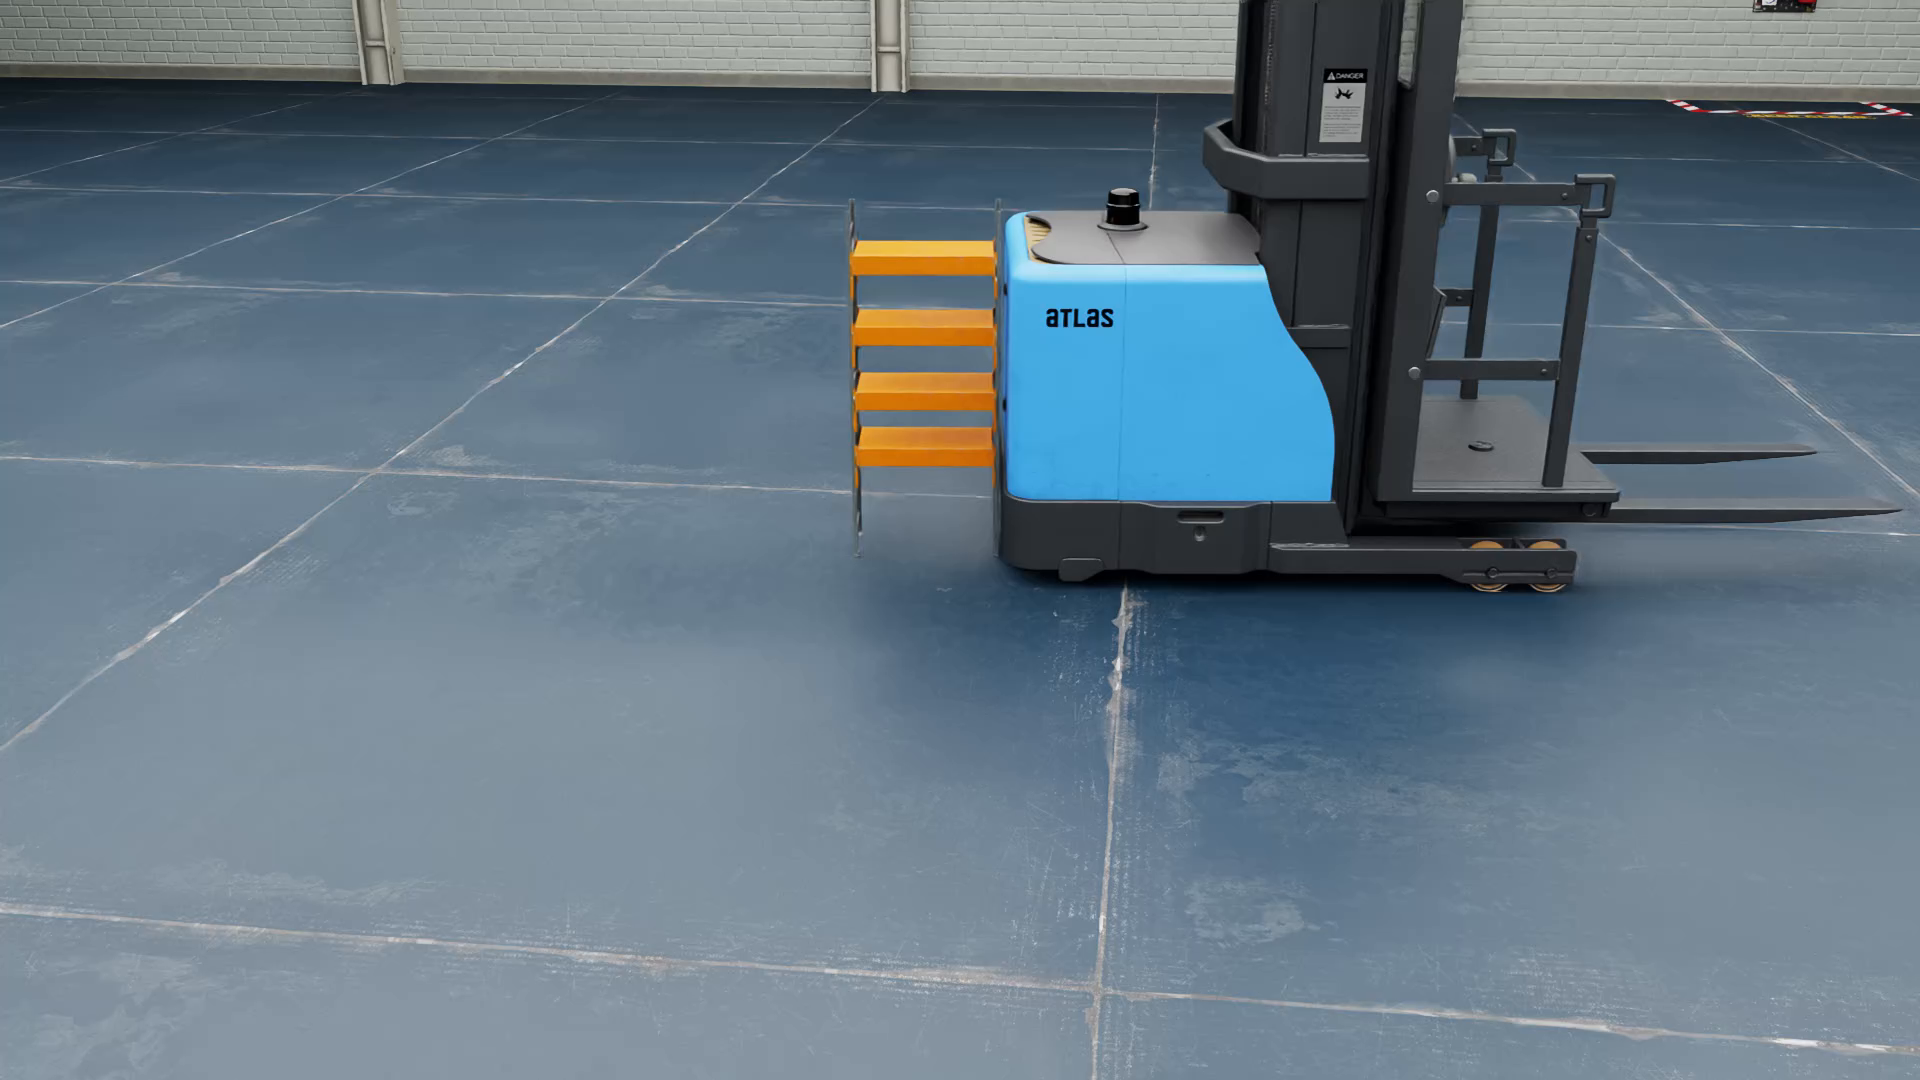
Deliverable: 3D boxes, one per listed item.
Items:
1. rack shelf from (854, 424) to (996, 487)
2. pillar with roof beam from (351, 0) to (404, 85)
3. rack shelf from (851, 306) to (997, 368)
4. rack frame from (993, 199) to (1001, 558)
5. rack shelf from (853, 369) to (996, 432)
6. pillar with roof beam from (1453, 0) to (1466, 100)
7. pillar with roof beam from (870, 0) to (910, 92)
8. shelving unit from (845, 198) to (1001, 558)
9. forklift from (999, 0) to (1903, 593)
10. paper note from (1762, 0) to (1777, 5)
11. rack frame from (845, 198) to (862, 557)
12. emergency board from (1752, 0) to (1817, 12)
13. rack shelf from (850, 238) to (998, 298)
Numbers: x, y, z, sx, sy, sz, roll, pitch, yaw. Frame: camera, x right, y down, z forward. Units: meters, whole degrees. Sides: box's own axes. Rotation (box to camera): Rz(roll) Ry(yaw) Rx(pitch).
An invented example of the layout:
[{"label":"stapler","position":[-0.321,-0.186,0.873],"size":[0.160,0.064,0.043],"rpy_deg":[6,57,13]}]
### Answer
[{"label":"rack shelf","position":[-0.117,-0.295,5.776],"size":[0.480,0.148,0.258],"rpy_deg":[0,22,0]},{"label":"pillar with roof beam","position":[-7.247,-7.956,13.825],"size":[0.400,9.000,9.100],"rpy_deg":[2,22,6]},{"label":"rack shelf","position":[-0.117,-0.687,5.621],"size":[0.480,0.148,0.258],"rpy_deg":[0,22,0]},{"label":"rack frame","position":[0.127,-0.541,5.676],"size":[0.015,1.200,0.240],"rpy_deg":[0,22,0]},{"label":"rack shelf","position":[-0.117,-0.479,5.703],"size":[0.480,0.148,0.258],"rpy_deg":[0,22,0]},{"label":"pillar with roof beam","position":[4.670,-7.437,12.512],"size":[0.400,9.000,9.100],"rpy_deg":[2,22,6]},{"label":"pillar with roof beam","position":[-1.288,-7.697,13.169],"size":[0.400,9.000,9.100],"rpy_deg":[2,22,6]},{"label":"shelving unit","position":[-0.117,-0.542,5.678],"size":[0.503,1.200,0.258],"rpy_deg":[0,22,0]},{"label":"forklift","position":[1.663,-1.386,5.459],"size":[3.031,2.935,1.130],"rpy_deg":[0,22,0]},{"label":"paper note","position":[8.518,-5.704,17.485],"size":[0.142,0.148,0.016],"rpy_deg":[2,22,6]},{"label":"rack frame","position":[-0.361,-0.542,5.680],"size":[0.015,1.200,0.240],"rpy_deg":[0,22,0]},{"label":"emergency board","position":[8.685,-6.080,17.240],"size":[0.643,1.169,0.194],"rpy_deg":[2,22,6]},{"label":"rack shelf","position":[-0.117,-0.907,5.534],"size":[0.480,0.148,0.258],"rpy_deg":[0,22,0]}]
